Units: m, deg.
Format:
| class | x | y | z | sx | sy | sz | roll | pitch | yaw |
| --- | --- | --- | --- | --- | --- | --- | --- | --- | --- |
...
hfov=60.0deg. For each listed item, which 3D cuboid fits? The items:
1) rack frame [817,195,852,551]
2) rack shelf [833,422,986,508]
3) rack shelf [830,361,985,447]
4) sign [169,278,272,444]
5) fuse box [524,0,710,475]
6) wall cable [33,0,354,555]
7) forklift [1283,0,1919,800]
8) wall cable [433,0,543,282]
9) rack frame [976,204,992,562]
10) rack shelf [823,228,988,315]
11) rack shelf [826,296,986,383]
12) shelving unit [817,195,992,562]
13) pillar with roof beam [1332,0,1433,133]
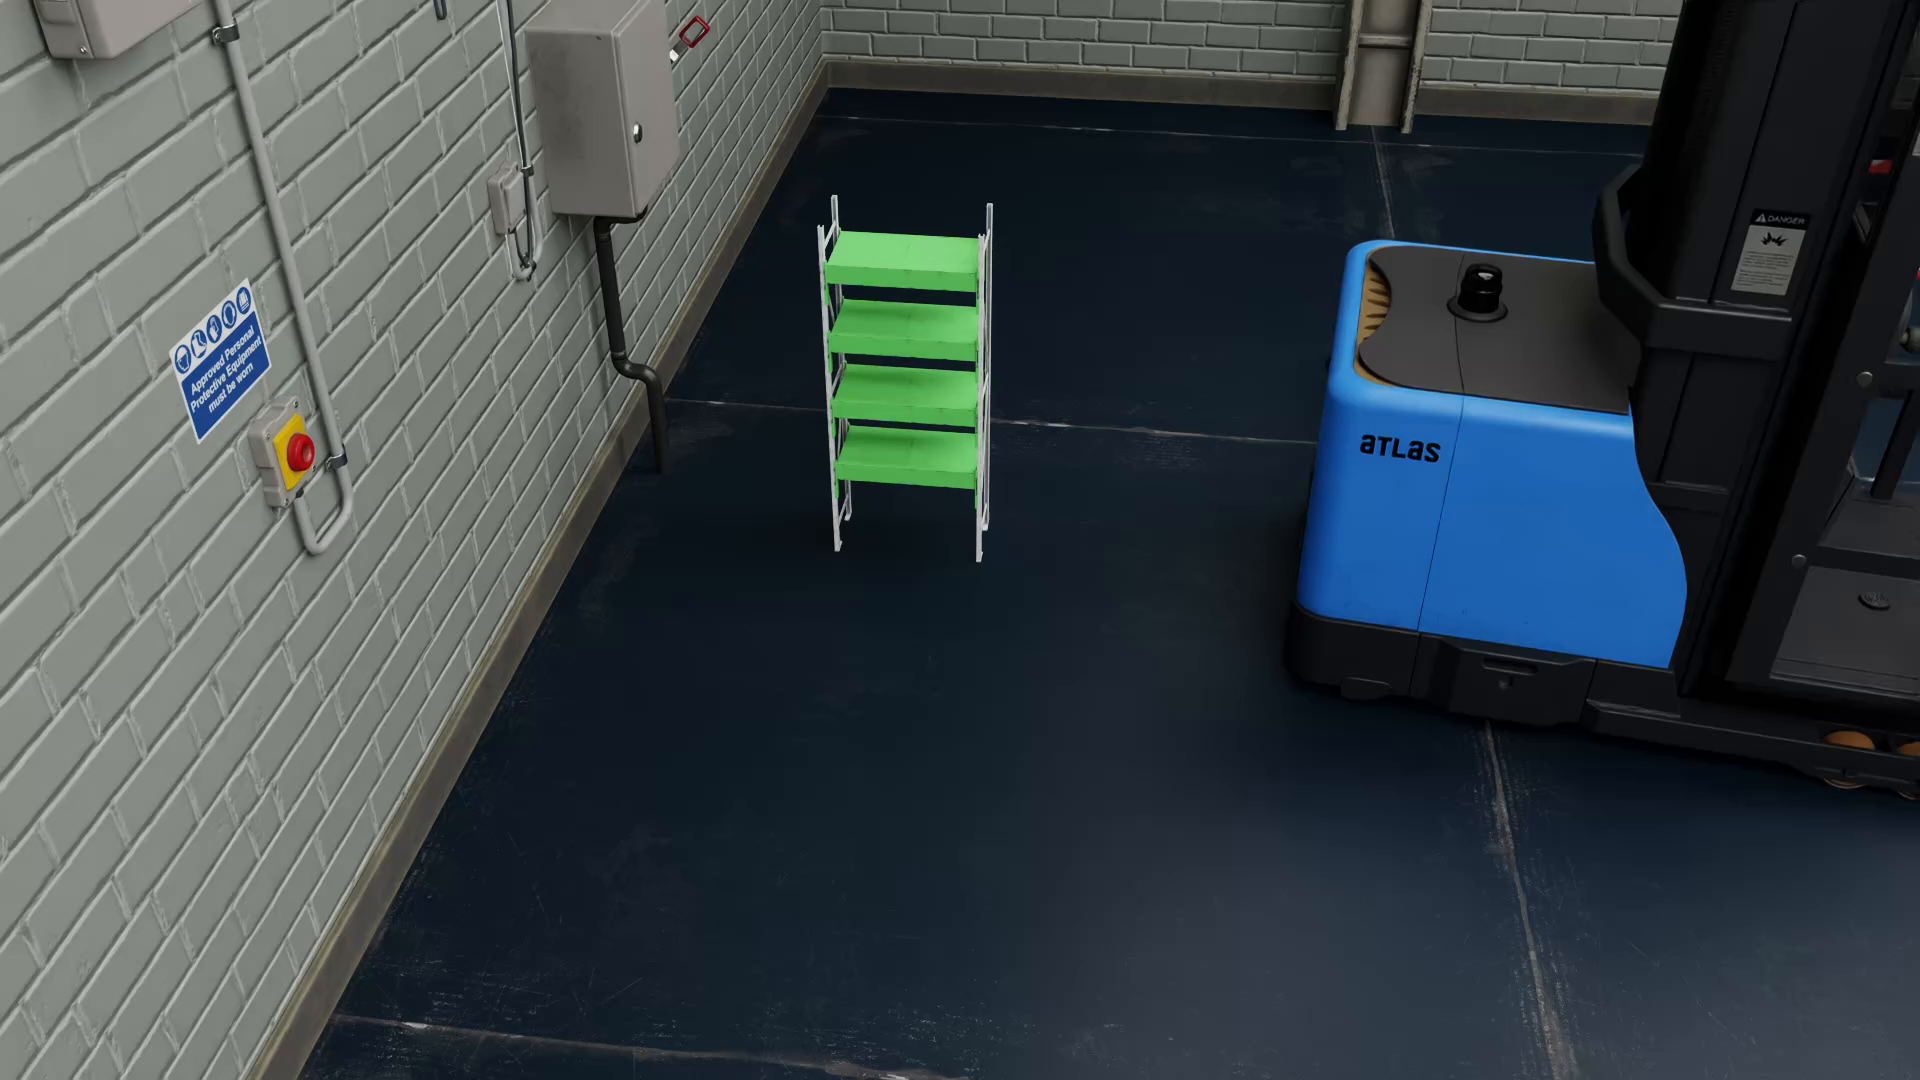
| class | x | y | z | sx | sy | sz | roll | pitch | yaw |
| --- | --- | --- | --- | --- | --- | --- | --- | --- | --- |
| rack frame | -0.406 | -0.519 | 5.444 | 0.015 | 1.200 | 0.240 | 4 | 36 | 6 |
| rack shelf | -0.164 | -0.253 | 5.595 | 0.480 | 0.148 | 0.258 | 4 | 36 | 6 |
| rack shelf | -0.164 | -0.449 | 5.456 | 0.480 | 0.148 | 0.258 | 4 | 36 | 6 |
| sign | -1.534 | -0.376 | 3.462 | 0.001 | 0.218 | 0.327 | 4 | 36 | 6 |
| fuse box | -1.055 | -0.964 | 5.628 | 0.414 | 1.711 | 0.539 | 4 | 36 | 6 |
| wall cable | -1.467 | -0.715 | 3.269 | 0.123 | 1.953 | 0.585 | 4 | 36 | 6 |
| forklift | 2.567 | -0.797 | 4.344 | 3.031 | 2.935 | 1.130 | 8 | 36 | 12 |
| wall cable | -1.298 | -1.521 | 4.424 | 0.122 | 1.984 | 0.588 | 4 | 36 | 6 |
| rack frame | 0.078 | -0.483 | 5.393 | 0.015 | 1.200 | 0.240 | 4 | 36 | 6 |
| rack shelf | -0.164 | -0.839 | 5.177 | 0.480 | 0.148 | 0.258 | 4 | 36 | 6 |
| rack shelf | -0.164 | -0.644 | 5.316 | 0.480 | 0.148 | 0.258 | 4 | 36 | 6 |
| shelving unit | -0.164 | -0.501 | 5.419 | 0.503 | 1.200 | 0.258 | 4 | 36 | 6 |
| pillar with roof beam | 1.649 | -3.426 | 2.804 | 0.400 | 9.000 | 9.100 | 4 | 36 | 6 |
